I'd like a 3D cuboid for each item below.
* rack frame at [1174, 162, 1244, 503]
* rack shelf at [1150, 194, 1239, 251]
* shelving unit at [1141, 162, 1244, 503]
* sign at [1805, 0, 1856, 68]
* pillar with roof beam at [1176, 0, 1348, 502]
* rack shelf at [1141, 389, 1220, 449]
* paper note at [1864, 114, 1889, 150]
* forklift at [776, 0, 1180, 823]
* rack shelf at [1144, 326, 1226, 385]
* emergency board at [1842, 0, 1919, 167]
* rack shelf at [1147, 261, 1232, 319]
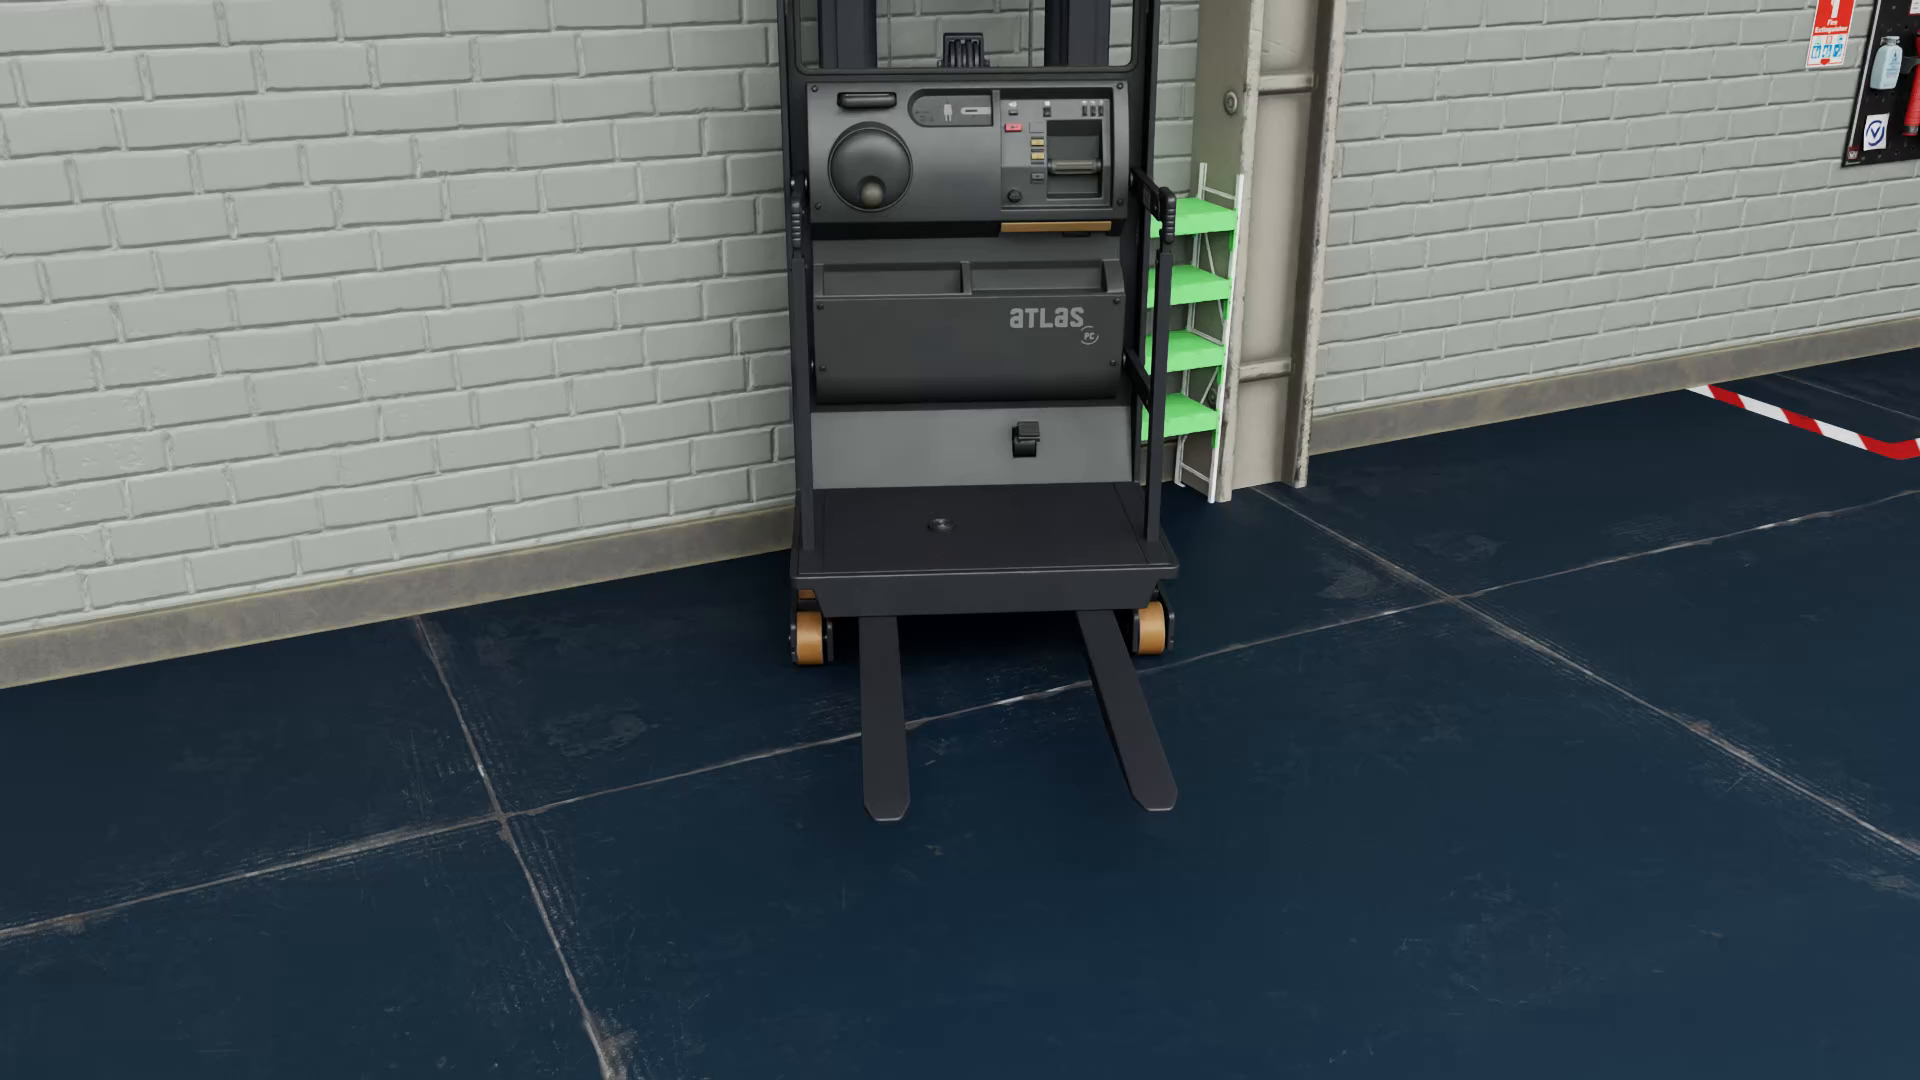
[{"bbox_3d":[0.883,-0.722,5.941,0.015,1.200,0.240,-10,26,-25],"label":"rack frame"},{"bbox_3d":[0.675,-1.065,5.673,0.480,0.148,0.258,-10,26,-25],"label":"rack shelf"},{"bbox_3d":[0.665,-0.684,5.838,0.503,1.200,0.258,-10,26,-25],"label":"shelving unit"},{"bbox_3d":[3.680,-2.168,7.018,0.234,0.329,0.001,-10,25,-24],"label":"sign"},{"bbox_3d":[2.926,-2.897,0.984,0.400,9.000,9.100,-10,25,-24],"label":"pillar with roof beam"},{"bbox_3d":[0.658,-0.405,5.959,0.480,0.148,0.258,-10,26,-25],"label":"rack shelf"},{"bbox_3d":[4.033,-1.795,7.316,0.142,0.148,0.016,-10,25,-24],"label":"paper note"},{"bbox_3d":[0.042,-1.116,4.613,1.130,2.935,3.031,-1,23,-4],"label":"forklift"},{"bbox_3d":[0.664,-0.625,5.864,0.480,0.148,0.258,-10,26,-25],"label":"rack shelf"},{"bbox_3d":[4.222,-2.207,7.161,0.643,1.169,0.194,-10,25,-24],"label":"emergency board"},{"bbox_3d":[0.670,-0.845,5.768,0.480,0.148,0.258,-10,26,-25],"label":"rack shelf"}]
